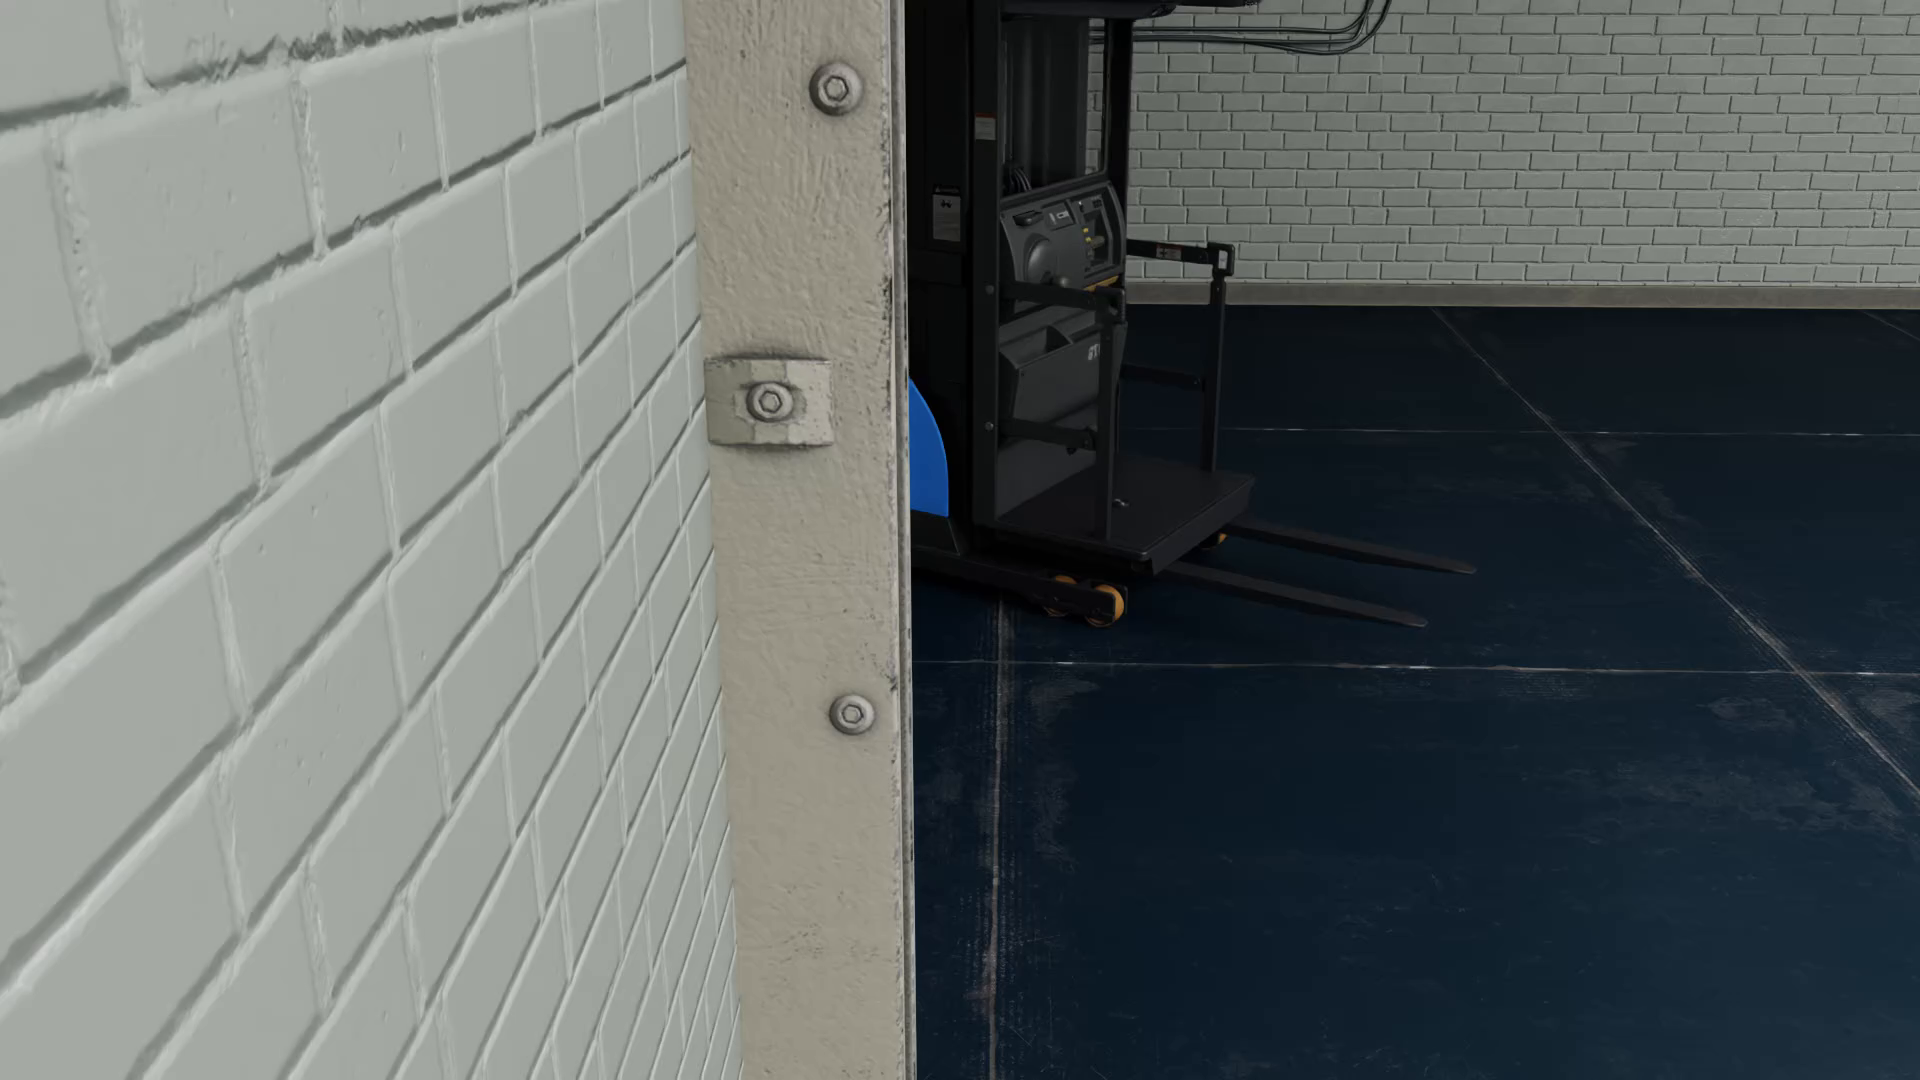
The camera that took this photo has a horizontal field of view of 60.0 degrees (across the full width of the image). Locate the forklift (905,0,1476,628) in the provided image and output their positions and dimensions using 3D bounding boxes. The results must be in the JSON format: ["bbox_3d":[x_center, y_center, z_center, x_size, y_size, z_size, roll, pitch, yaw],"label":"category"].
[{"bbox_3d":[0.602,-1.238,6.667,3.031,2.935,1.130,13,25,30],"label":"forklift"}]

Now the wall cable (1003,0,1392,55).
[{"bbox_3d":[1.339,-4.421,10.776,3.097,2.526,0.112,1,21,2],"label":"wall cable"}]
